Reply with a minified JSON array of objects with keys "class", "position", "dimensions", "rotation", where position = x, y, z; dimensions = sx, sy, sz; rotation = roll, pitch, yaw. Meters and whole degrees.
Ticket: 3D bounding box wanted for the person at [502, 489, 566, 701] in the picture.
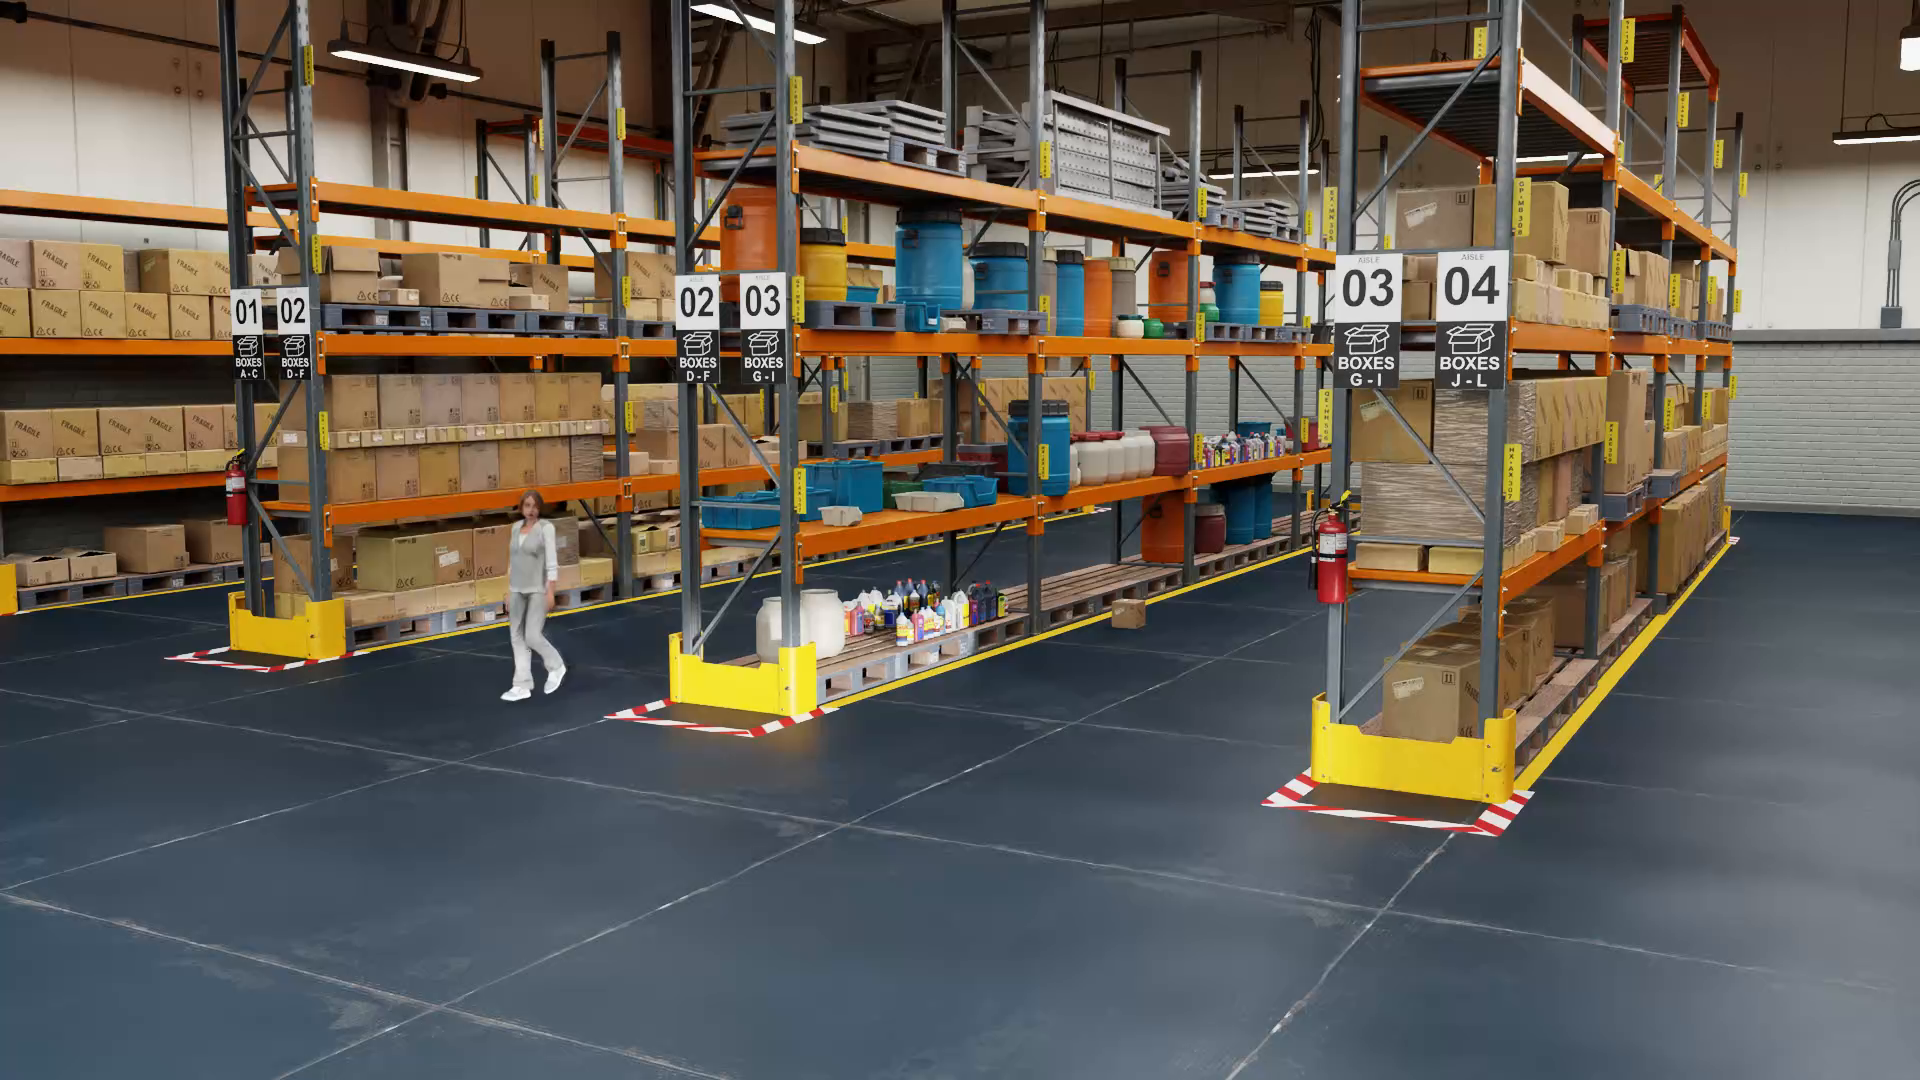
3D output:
[{"class":"person","position":[-3.236,0.405,12.567],"dimensions":[0.426,1.583,0.546],"rotation":[3,7,26]}]
